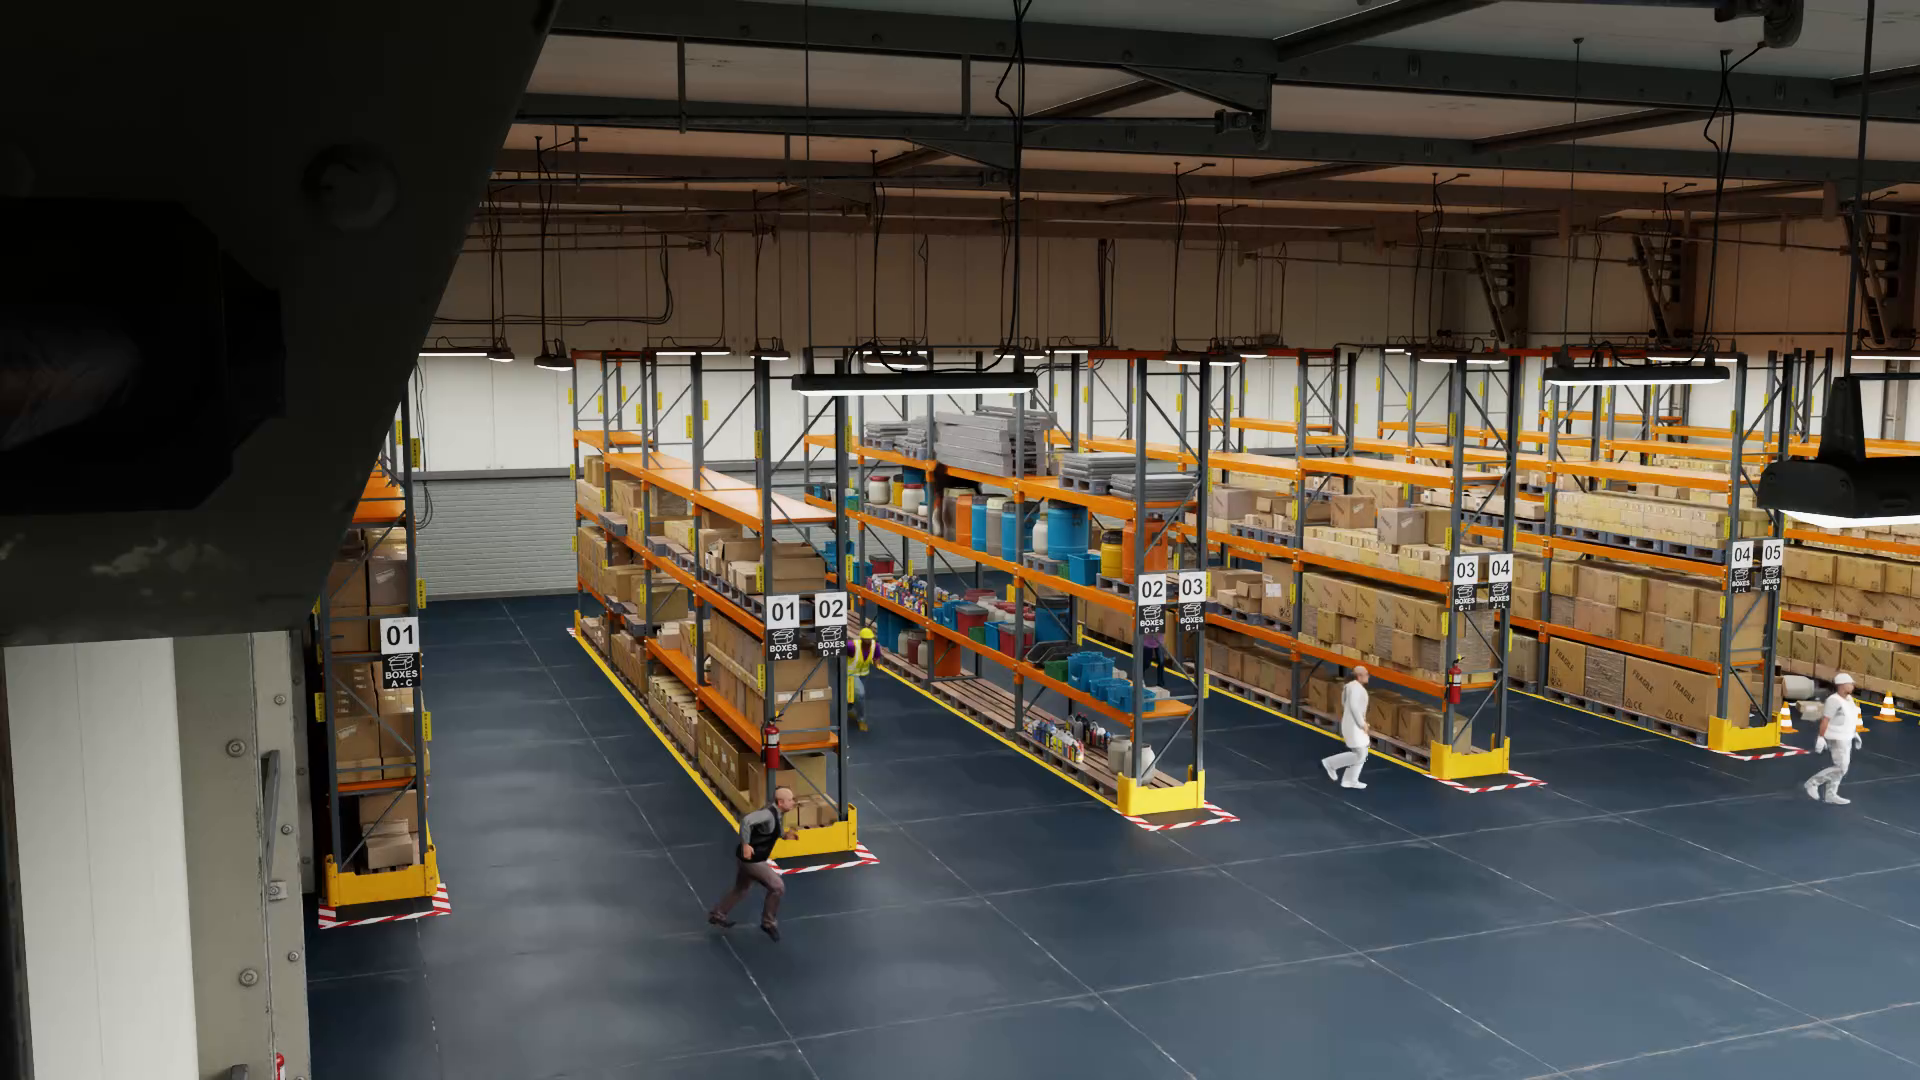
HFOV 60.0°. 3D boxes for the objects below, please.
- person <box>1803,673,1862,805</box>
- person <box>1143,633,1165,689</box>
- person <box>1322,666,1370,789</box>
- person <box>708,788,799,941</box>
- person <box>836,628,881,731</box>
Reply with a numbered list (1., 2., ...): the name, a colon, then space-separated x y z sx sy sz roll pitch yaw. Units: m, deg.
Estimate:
1. person: 11.745 2.670 22.351 0.599 1.773 0.659 6 9 40
2. person: 3.399 1.884 29.288 0.537 1.625 0.822 -3 8 -21
3. person: 5.394 2.607 23.202 0.649 1.728 0.708 1 7 11
4. person: -2.178 3.402 17.401 0.992 1.670 0.698 1 7 8
5. person: -1.675 2.214 26.763 0.754 1.717 1.016 -4 8 -29
